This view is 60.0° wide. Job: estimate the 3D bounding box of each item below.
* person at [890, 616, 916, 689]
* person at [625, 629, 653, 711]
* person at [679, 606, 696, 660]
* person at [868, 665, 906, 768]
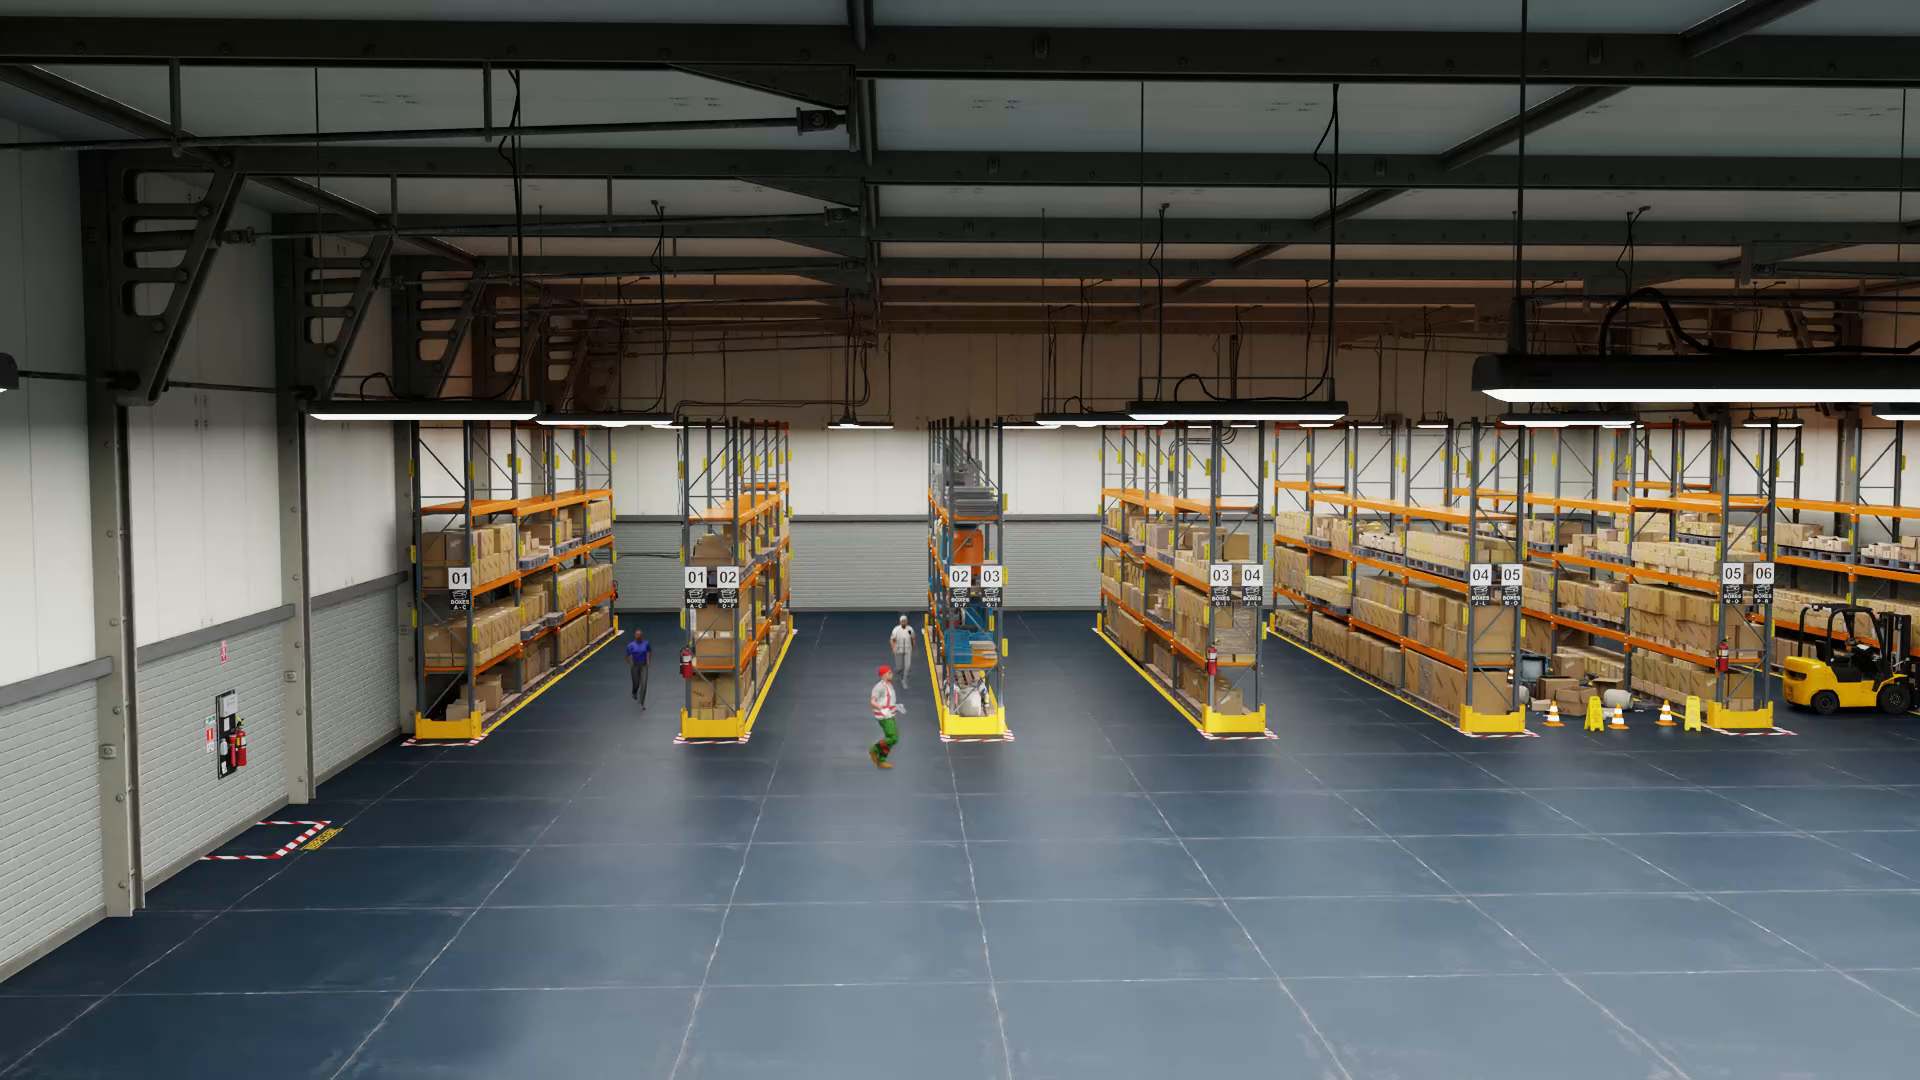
[{"bbox_3d":[-1.270,2.495,37.249,0.595,1.627,0.643,-1,4,-9],"label":"person"},{"bbox_3d":[-6.647,2.678,34.485,0.578,1.636,0.791,-1,4,-18],"label":"person"},{"bbox_3d":[-6.506,2.202,40.470,0.674,1.761,0.643,0,4,-2],"label":"person"},{"bbox_3d":[-1.251,3.002,28.272,0.580,1.738,0.633,1,4,17],"label":"person"}]
